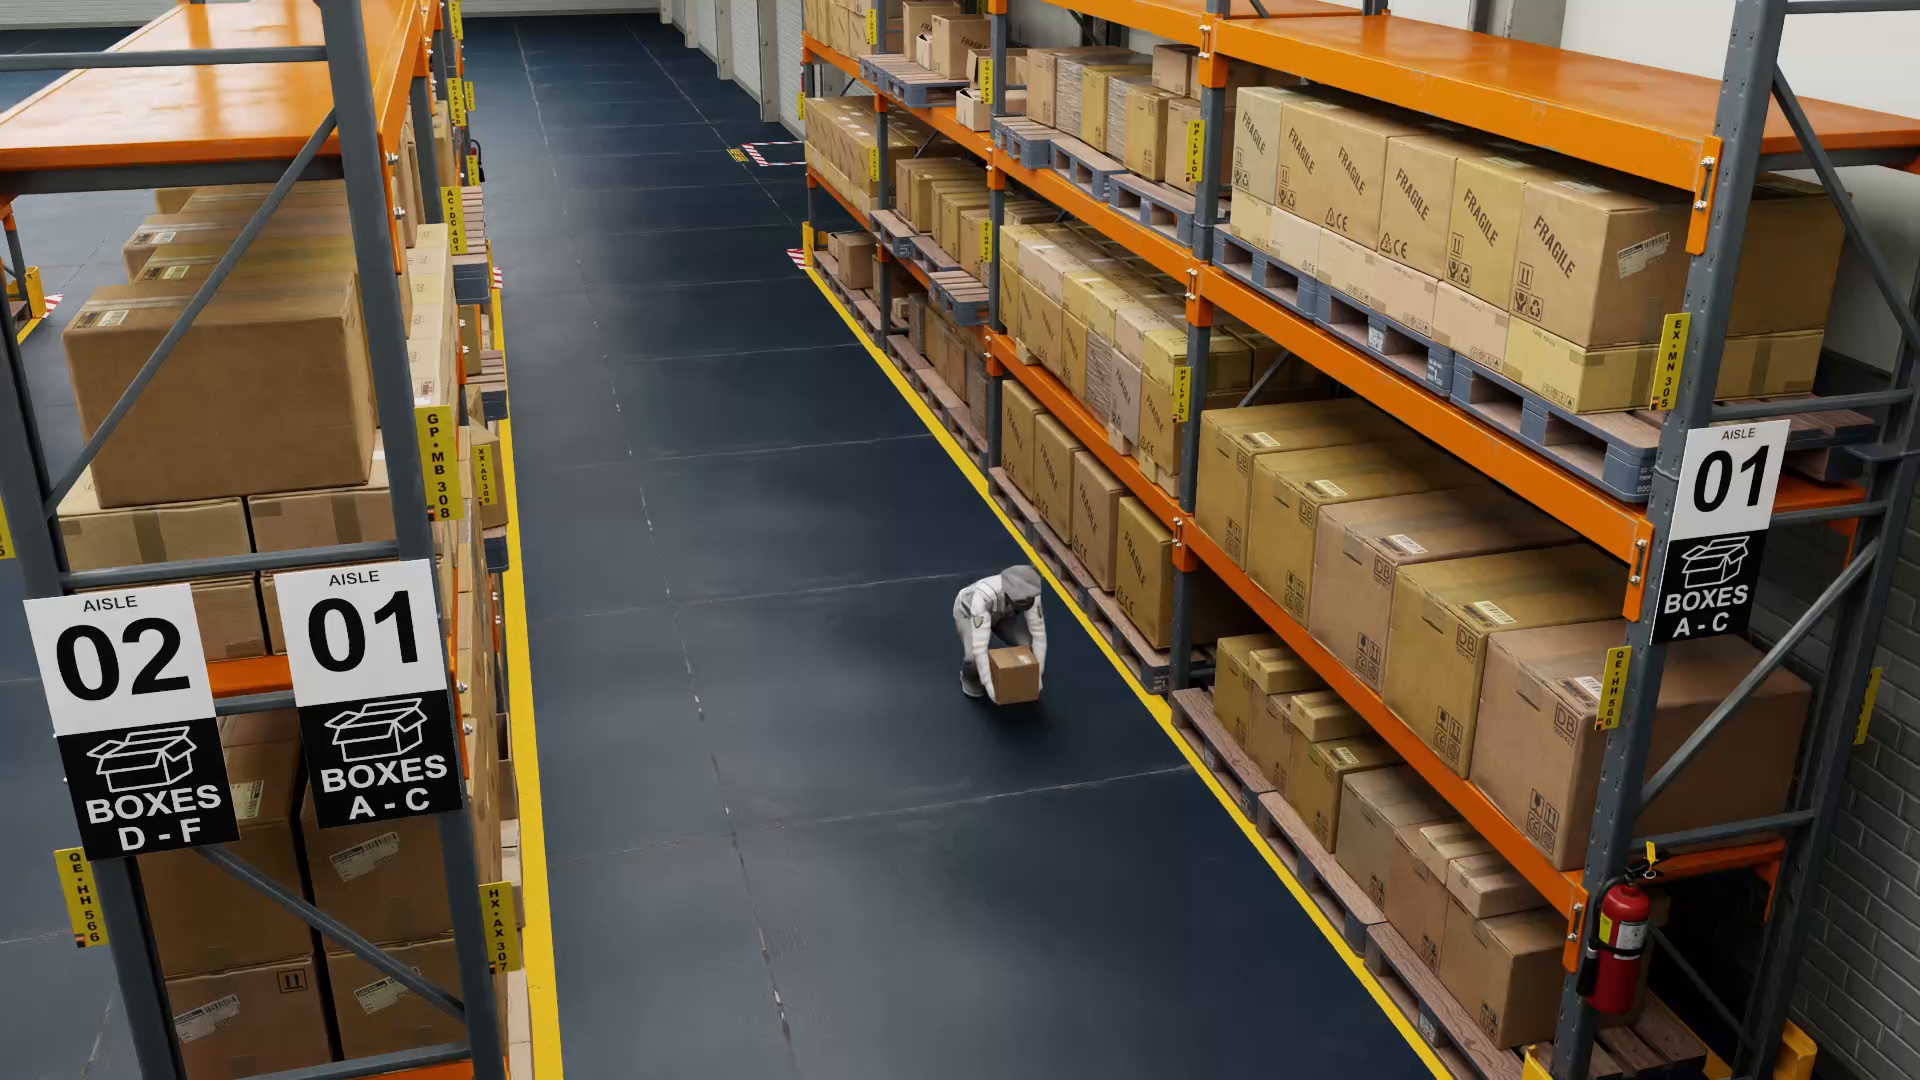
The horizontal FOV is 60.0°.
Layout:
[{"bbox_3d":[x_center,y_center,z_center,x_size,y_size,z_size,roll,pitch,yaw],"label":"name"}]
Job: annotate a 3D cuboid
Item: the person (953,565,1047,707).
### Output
[{"bbox_3d":[0.248,0.533,10.281,0.490,0.974,0.819,-7,24,-15],"label":"person"}]
